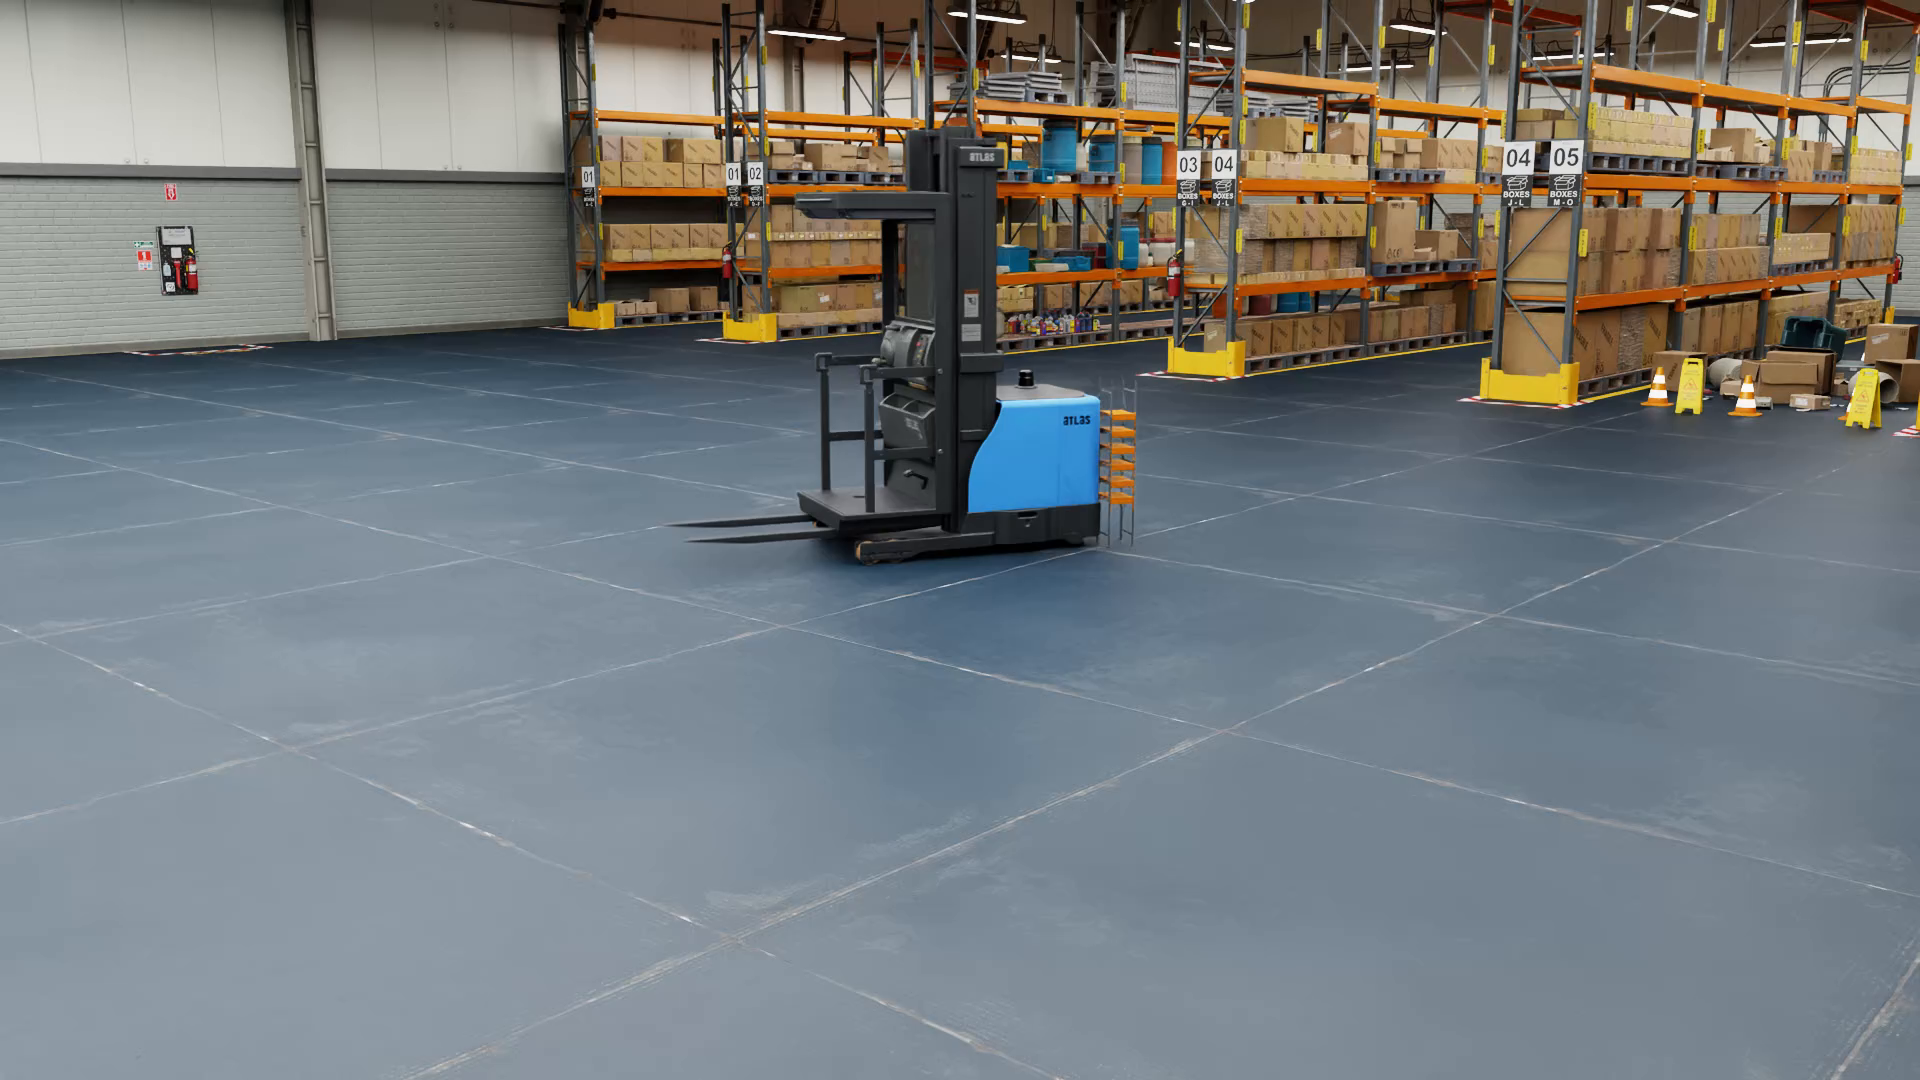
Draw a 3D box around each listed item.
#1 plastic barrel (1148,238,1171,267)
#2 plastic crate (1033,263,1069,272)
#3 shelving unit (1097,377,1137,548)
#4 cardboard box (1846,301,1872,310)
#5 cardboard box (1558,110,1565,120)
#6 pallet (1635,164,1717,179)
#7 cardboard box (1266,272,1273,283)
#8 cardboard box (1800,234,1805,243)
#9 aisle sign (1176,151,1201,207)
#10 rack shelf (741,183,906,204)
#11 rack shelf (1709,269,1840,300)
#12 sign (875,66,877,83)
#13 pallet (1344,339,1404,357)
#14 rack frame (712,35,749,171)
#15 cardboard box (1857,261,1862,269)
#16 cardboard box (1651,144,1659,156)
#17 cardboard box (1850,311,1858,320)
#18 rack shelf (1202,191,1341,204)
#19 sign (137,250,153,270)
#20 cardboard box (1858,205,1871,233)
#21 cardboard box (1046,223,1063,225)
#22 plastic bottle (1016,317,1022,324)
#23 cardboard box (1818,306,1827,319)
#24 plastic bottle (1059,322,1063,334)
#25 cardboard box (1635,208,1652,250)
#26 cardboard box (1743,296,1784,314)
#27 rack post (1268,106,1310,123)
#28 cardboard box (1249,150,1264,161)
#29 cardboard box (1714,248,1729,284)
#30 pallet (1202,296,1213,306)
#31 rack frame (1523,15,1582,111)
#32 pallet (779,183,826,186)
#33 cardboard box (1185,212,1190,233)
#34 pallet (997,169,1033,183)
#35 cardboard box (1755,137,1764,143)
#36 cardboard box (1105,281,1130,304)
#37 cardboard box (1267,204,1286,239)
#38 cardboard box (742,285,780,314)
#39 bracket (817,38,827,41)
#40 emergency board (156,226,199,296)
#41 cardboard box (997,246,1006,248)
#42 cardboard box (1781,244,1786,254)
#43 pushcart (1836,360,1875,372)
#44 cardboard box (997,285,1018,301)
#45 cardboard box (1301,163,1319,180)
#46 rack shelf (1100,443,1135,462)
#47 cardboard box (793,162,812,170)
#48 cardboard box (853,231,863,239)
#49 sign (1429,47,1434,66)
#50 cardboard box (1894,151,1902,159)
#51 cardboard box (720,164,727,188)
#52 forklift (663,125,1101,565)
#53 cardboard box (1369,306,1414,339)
[{"bbox_3d":[3.763,-5.423,31.358,0.433,0.535,0.433,0,11,0],"label":"plastic barrel"},{"bbox_3d":[1.600,-4.735,28.934,0.530,0.136,0.437,10,15,40],"label":"plastic crate"},{"bbox_3d":[1.125,-0.561,11.955,0.189,1.200,0.258,-3,12,-16],"label":"shelving unit"},{"bbox_3d":[16.985,-4.433,31.437,0.380,0.149,0.250,11,15,42],"label":"cardboard box"},{"bbox_3d":[7.524,-5.413,21.271,0.380,0.149,0.250,10,15,41],"label":"cardboard box"},{"bbox_3d":[10.430,-5.358,24.209,0.805,0.209,1.217,9,14,38],"label":"pallet"},{"bbox_3d":[4.435,-3.904,24.739,0.380,0.149,0.250,10,15,40],"label":"cardboard box"},{"bbox_3d":[13.987,-5.075,28.014,0.380,0.149,0.250,9,15,40],"label":"cardboard box"},{"bbox_3d":[3.296,-5.212,24.009,0.394,0.787,0.004,10,15,40],"label":"aisle sign"},{"bbox_3d":[-2.556,-6.601,31.781,1.077,0.370,4.000,10,15,40],"label":"rack shelf"},{"bbox_3d":[13.822,-4.370,28.267,1.077,0.370,4.000,10,15,40],"label":"rack shelf"},{"bbox_3d":[-1.652,-9.284,33.133,0.100,0.325,0.005,10,15,40],"label":"sign"},{"bbox_3d":[6.715,-3.243,27.909,1.003,0.211,1.213,10,15,40],"label":"pallet"},{"bbox_3d":[-4.960,-9.359,36.093,1.000,3.000,0.127,10,15,40],"label":"rack frame"},{"bbox_3d":[16.408,-5.093,30.693,0.380,0.149,0.250,11,15,43],"label":"cardboard box"},{"bbox_3d":[9.022,-5.160,22.042,0.380,0.149,0.250,10,15,40],"label":"cardboard box"},{"bbox_3d":[16.449,-4.177,30.915,0.380,0.149,0.250,10,15,40],"label":"cardboard box"},{"bbox_3d":[6.443,-7.137,34.464,1.077,0.370,4.000,10,15,40],"label":"rack shelf"},{"bbox_3d":[-13.851,-4.751,28.251,0.001,0.329,0.234,10,15,40],"label":"sign"},{"bbox_3d":[16.310,-5.885,30.450,0.500,0.500,0.500,10,15,41],"label":"cardboard box"},{"bbox_3d":[2.161,-8.145,44.566,0.980,0.700,0.700,10,15,40],"label":"cardboard box"},{"bbox_3d":[1.003,-3.809,29.452,0.152,0.276,0.135,9,15,39],"label":"plastic bottle"},{"bbox_3d":[14.843,-3.855,29.165,0.500,0.500,0.500,9,15,39],"label":"cardboard box"},{"bbox_3d":[1.766,-3.728,29.237,0.097,0.201,0.097,0,11,0],"label":"plastic bottle"},{"bbox_3d":[8.857,-4.235,22.617,0.875,0.550,0.550,10,15,40],"label":"cardboard box"},{"bbox_3d":[13.139,-3.846,27.205,0.500,0.250,0.500,9,14,38],"label":"cardboard box"},{"bbox_3d":[6.522,-8.696,34.049,0.954,0.300,0.937,-10,15,-41],"label":"rack post"},{"bbox_3d":[4.161,-5.536,23.979,0.380,0.149,0.250,10,15,42],"label":"cardboard box"},{"bbox_3d":[11.076,-4.079,24.719,0.500,0.500,0.500,10,15,40],"label":"cardboard box"},{"bbox_3d":[6.109,-6.046,41.946,1.003,0.211,1.213,10,15,40],"label":"pallet"},{"bbox_3d":[11.483,-8.615,32.367,1.000,3.000,0.127,10,15,40],"label":"rack frame"},{"bbox_3d":[-3.790,-8.026,37.557,1.213,0.211,1.003,10,15,40],"label":"pallet"},{"bbox_3d":[5.247,-7.678,40.186,0.500,0.500,0.500,9,15,39],"label":"cardboard box"},{"bbox_3d":[0.461,-6.035,27.592,1.003,0.211,1.213,10,15,40],"label":"pallet"},{"bbox_3d":[12.901,-6.494,27.198,0.396,0.266,0.258,10,15,40],"label":"cardboard box"},{"bbox_3d":[3.602,-5.763,38.664,0.500,0.500,0.500,10,15,41],"label":"cardboard box"},{"bbox_3d":[4.465,-4.711,24.571,0.500,0.500,0.500,10,15,40],"label":"cardboard box"},{"bbox_3d":[-3.746,-4.531,31.273,0.500,0.500,0.500,10,15,40],"label":"cardboard box"},{"bbox_3d":[-3.287,-11.648,38.366,0.235,0.232,0.430,10,15,40],"label":"bracket"},{"bbox_3d":[-13.408,-4.802,28.595,0.194,1.169,0.643,10,15,40],"label":"emergency board"},{"bbox_3d":[0.668,-6.215,35.899,0.500,0.311,0.500,10,15,40],"label":"cardboard box"},{"bbox_3d":[13.323,-4.782,27.303,0.380,0.149,0.250,9,15,39],"label":"cardboard box"},{"bbox_3d":[11.901,-2.216,22.343,1.648,0.377,0.936,4,12,21],"label":"pushcart"},{"bbox_3d":[0.905,-5.312,35.665,0.500,0.311,0.500,9,15,39],"label":"cardboard box"},{"bbox_3d":[5.080,-5.568,25.157,0.500,0.250,0.500,10,15,42],"label":"cardboard box"},{"bbox_3d":[1.125,-0.635,11.941,0.180,0.103,0.258,-3,12,-16],"label":"rack shelf"},{"bbox_3d":[-2.968,-6.961,30.959,0.380,0.149,0.250,10,15,40],"label":"cardboard box"},{"bbox_3d":[-2.094,-5.890,32.130,0.380,0.149,0.250,10,15,42],"label":"cardboard box"},{"bbox_3d":[8.424,-8.633,29.670,0.100,0.325,0.005,10,15,40],"label":"sign"},{"bbox_3d":[17.784,-7.356,31.814,0.380,0.149,0.250,10,15,40],"label":"cardboard box"},{"bbox_3d":[-5.109,-7.840,35.842,0.500,0.500,0.500,10,15,42],"label":"cardboard box"},{"bbox_3d":[-0.553,-1.381,11.644,3.031,2.935,1.130,-5,12,-22],"label":"forklift"},{"bbox_3d":[7.322,-3.723,28.453,0.700,0.500,0.500,8,14,36],"label":"cardboard box"}]
